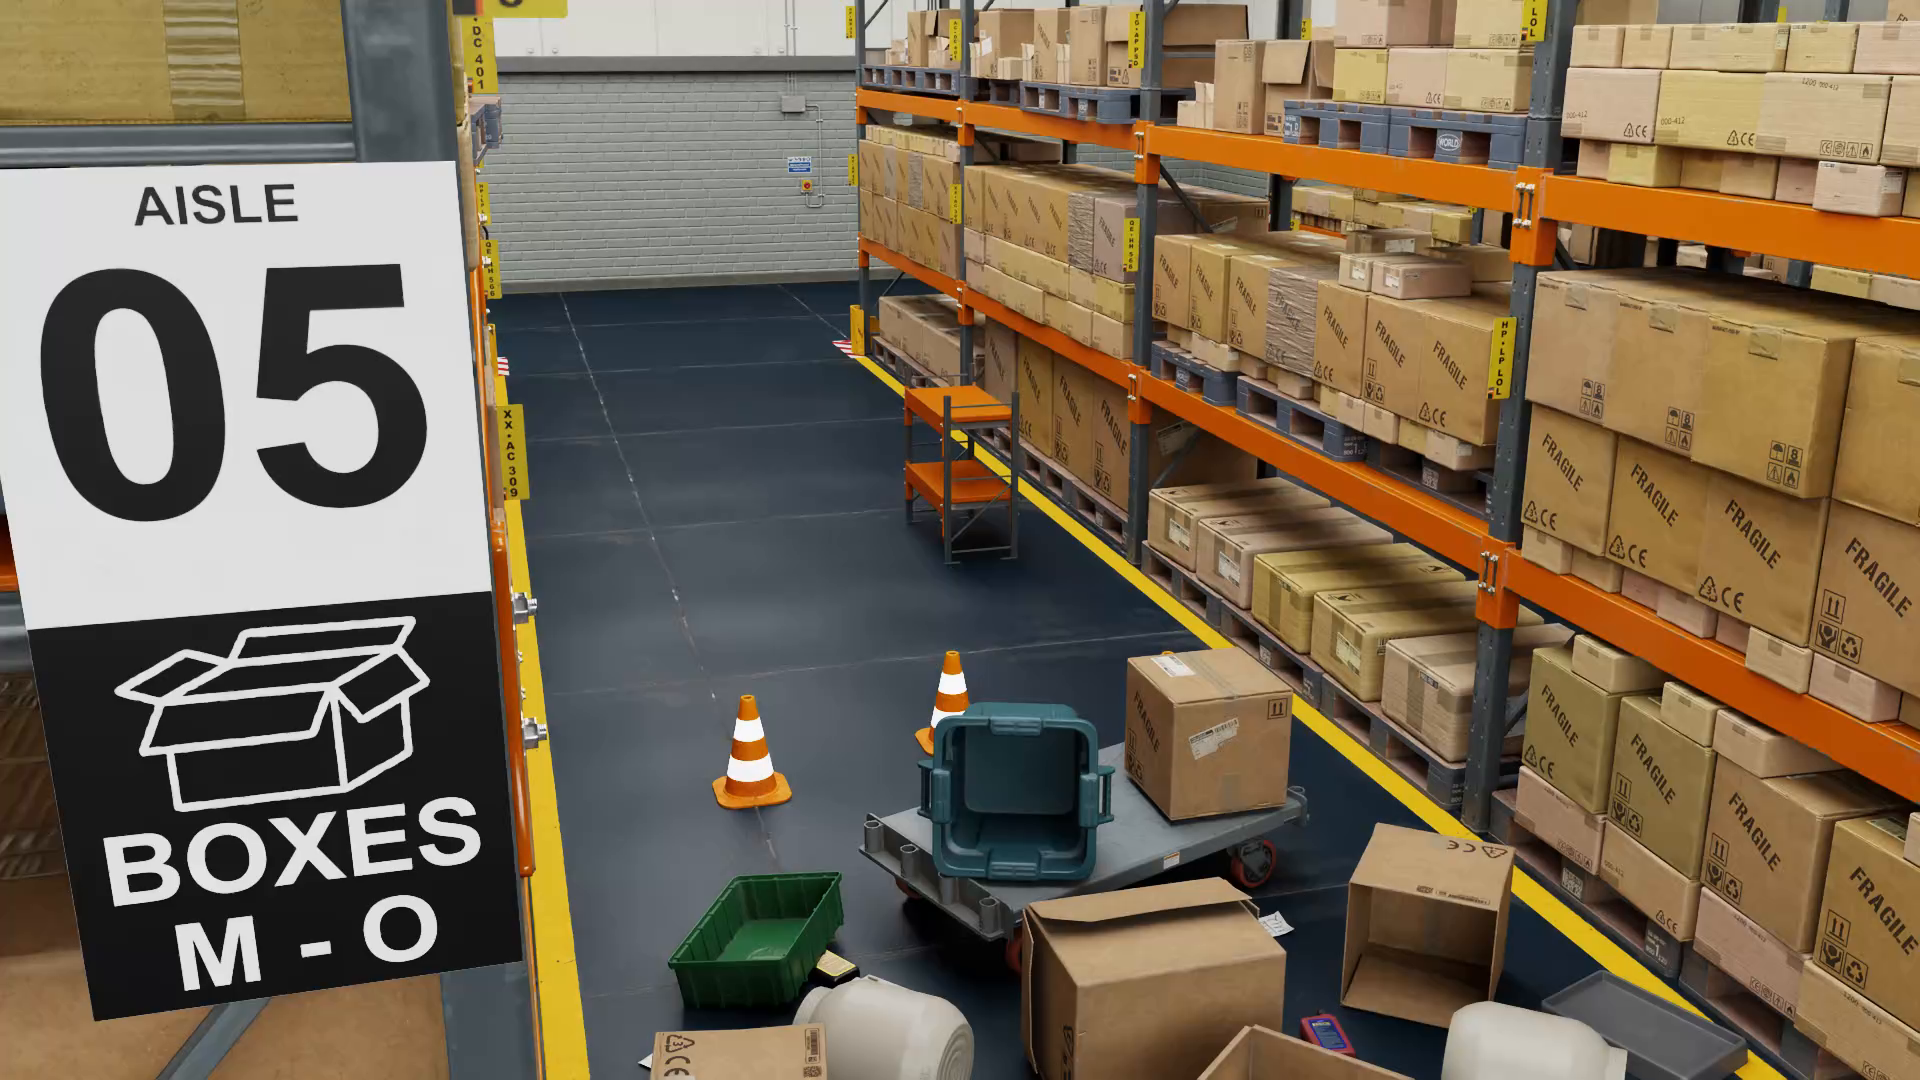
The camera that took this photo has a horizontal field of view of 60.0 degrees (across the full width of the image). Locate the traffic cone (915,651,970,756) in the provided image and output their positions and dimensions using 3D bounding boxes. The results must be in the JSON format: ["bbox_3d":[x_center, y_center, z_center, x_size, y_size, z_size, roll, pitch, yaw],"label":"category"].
[{"bbox_3d":[-0.033,0.767,8.093,0.336,0.463,0.334,-5,17,-15],"label":"traffic cone"}]

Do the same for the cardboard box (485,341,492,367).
[{"bbox_3d":[-2.619,-0.708,8.421,0.500,0.500,0.500,-5,17,-15],"label":"cardboard box"}]

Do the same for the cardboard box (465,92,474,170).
[{"bbox_3d":[-1.071,-0.723,2.964,0.380,0.149,0.250,-5,17,-16],"label":"cardboard box"}]

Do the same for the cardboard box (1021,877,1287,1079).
[{"bbox_3d":[0.612,1.479,5.418,0.797,0.637,0.503,-5,17,-15],"label":"cardboard box"}]

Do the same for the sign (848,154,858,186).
[{"bbox_3d":[-1.138,-3.944,17.725,0.100,0.325,0.005,-5,17,-15],"label":"sign"}]

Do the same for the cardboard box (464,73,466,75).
[{"bbox_3d":[-1.560,-1.215,4.602,0.380,0.149,0.250,-4,17,-14],"label":"cardboard box"}]

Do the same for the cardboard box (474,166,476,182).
[{"bbox_3d":[-4.531,-3.247,14.619,0.500,0.500,0.500,-5,18,-17],"label":"cardboard box"}]

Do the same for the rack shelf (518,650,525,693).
[{"bbox_3d":[-2.587,-0.004,7.501,1.077,0.370,4.000,-5,17,-15],"label":"rack shelf"}]

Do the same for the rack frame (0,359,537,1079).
[{"bbox_3d":[-0.938,1.311,1.872,1.000,3.000,0.127,-5,17,-15],"label":"rack frame"}]

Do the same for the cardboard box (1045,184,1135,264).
[{"bbox_3d":[0.923,-2.249,11.813,0.500,0.500,0.500,-5,17,-15],"label":"cardboard box"}]

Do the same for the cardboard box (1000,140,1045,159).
[{"bbox_3d":[0.573,-3.442,14.657,0.380,0.149,0.250,-4,17,-14],"label":"cardboard box"}]

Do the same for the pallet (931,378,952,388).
[{"bbox_3d":[0.362,-1.308,15.440,1.003,0.211,1.213,-5,17,-15],"label":"pallet"}]

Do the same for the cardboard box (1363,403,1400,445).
[{"bbox_3d":[2.127,-0.558,7.804,0.380,0.149,0.250,-5,17,-16],"label":"cardboard box"}]

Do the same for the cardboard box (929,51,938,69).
[{"bbox_3d":[-0.060,-4.217,14.595,0.380,0.149,0.250,-4,17,-14],"label":"cardboard box"}]

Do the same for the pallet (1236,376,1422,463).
[{"bbox_3d":[2.179,-0.684,8.850,1.003,0.211,1.213,-5,17,-15],"label":"pallet"}]

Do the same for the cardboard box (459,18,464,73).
[{"bbox_3d":[-1.516,-1.295,4.176,0.500,0.250,0.500,-5,17,-15],"label":"cardboard box"}]

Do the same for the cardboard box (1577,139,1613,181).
[{"bbox_3d":[2.543,-1.424,6.201,0.380,0.149,0.250,-5,17,-16],"label":"cardboard box"}]

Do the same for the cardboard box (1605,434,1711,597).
[{"bbox_3d":[2.708,-0.124,5.959,0.500,0.500,0.500,-5,17,-15],"label":"cardboard box"}]

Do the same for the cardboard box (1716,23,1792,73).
[{"bbox_3d":[2.677,-1.581,5.339,0.380,0.149,0.250,-5,17,-16],"label":"cardboard box"}]

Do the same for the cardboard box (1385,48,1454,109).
[{"bbox_3d":[2.261,-2.071,7.448,0.500,0.250,0.500,-4,17,-15],"label":"cardboard box"}]

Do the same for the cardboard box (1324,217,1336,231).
[{"bbox_3d":[4.225,-3.483,18.269,0.380,0.149,0.250,-4,17,-14],"label":"cardboard box"}]

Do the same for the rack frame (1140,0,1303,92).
[{"bbox_3d":[1.595,-4.194,9.772,1.000,3.000,0.127,-5,17,-15],"label":"rack frame"}]

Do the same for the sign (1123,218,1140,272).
[{"bbox_3d":[1.063,-1.830,10.319,0.100,0.325,0.005,-5,17,-15],"label":"sign"}]

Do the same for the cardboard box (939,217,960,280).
[{"bbox_3d":[0.123,-2.583,14.663,0.500,0.500,0.500,-5,17,-15],"label":"cardboard box"}]

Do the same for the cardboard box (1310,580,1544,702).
[{"bbox_3d":[2.347,0.500,8.412,0.950,0.372,0.625,-4,17,-12],"label":"cardboard box"}]

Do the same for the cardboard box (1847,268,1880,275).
[{"bbox_3d":[6.246,-1.888,11.220,0.380,0.149,0.250,-4,17,-14],"label":"cardboard box"}]

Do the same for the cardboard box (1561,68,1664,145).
[{"bbox_3d":[2.552,-1.578,6.021,0.500,0.250,0.500,-5,17,-16],"label":"cardboard box"}]

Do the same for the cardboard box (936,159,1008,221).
[{"bbox_3d":[0.101,-3.063,14.522,0.500,0.500,0.500,-5,17,-16],"label":"cardboard box"}]

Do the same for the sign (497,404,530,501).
[{"bbox_3d":[-1.504,-0.292,5.567,0.100,0.325,0.005,-5,17,-15],"label":"sign"}]

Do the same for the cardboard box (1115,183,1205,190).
[{"bbox_3d":[1.422,-2.284,11.930,0.500,0.500,0.500,-4,17,-14],"label":"cardboard box"}]

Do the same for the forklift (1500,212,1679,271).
[{"bbox_3d":[4.055,-1.162,10.226,1.130,2.935,3.031,-6,18,-19],"label":"forklift"}]

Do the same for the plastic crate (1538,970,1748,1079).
[{"bbox_3d":[2.338,1.683,5.710,0.402,0.080,0.583,-12,20,-34],"label":"plastic crate"}]

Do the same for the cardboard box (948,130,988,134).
[{"bbox_3d":[0.091,-3.939,16.312,0.380,0.149,0.250,-4,17,-14],"label":"cardboard box"}]

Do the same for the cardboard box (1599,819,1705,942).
[{"bbox_3d":[2.755,1.233,6.183,0.500,0.250,0.500,-4,17,-12],"label":"cardboard box"}]

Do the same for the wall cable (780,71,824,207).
[{"bbox_3d":[-2.175,-5.593,23.037,0.585,1.953,0.123,-5,17,-15],"label":"wall cable"}]

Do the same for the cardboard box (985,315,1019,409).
[{"bbox_3d":[0.743,-1.445,14.013,0.875,0.875,0.875,-4,17,-14],"label":"cardboard box"}]

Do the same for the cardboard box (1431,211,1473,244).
[{"bbox_3d":[4.893,-3.013,16.011,0.500,0.250,0.500,-4,17,-14],"label":"cardboard box"}]

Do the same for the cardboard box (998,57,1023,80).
[{"bbox_3d":[0.507,-3.575,12.602,0.380,0.166,0.250,-6,18,-19],"label":"cardboard box"}]

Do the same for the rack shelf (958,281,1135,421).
[{"bbox_3d":[1.046,-1.529,12.580,1.077,0.370,4.000,-5,17,-15],"label":"rack shelf"}]

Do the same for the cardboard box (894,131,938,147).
[{"bbox_3d":[-0.429,-3.891,16.152,0.380,0.149,0.250,-5,17,-15],"label":"cardboard box"}]

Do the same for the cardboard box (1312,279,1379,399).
[{"bbox_3d":[2.074,-0.996,8.132,0.500,0.500,0.500,-4,17,-13],"label":"cardboard box"}]

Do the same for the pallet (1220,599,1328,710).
[{"bbox_3d":[2.140,0.568,9.194,1.003,0.211,1.213,-5,17,-15],"label":"pallet"}]

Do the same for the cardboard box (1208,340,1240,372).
[{"bbox_3d":[1.638,-1.059,9.470,0.380,0.149,0.250,-5,17,-15],"label":"cardboard box"}]

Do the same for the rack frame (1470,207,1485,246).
[{"bbox_3d":[5.268,-2.821,15.628,1.000,3.000,0.127,-5,17,-15],"label":"rack frame"}]

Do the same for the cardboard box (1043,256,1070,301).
[{"bbox_3d":[0.913,-1.884,11.901,0.500,0.250,0.500,-5,17,-17],"label":"cardboard box"}]

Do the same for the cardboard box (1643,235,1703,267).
[{"bbox_3d":[5.740,-2.402,13.324,0.797,0.503,0.637,-5,17,-17],"label":"cardboard box"}]

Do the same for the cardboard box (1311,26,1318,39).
[{"bbox_3d":[4.049,-5.531,18.312,0.500,0.250,0.500,-5,17,-16],"label":"cardboard box"}]

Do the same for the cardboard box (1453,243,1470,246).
[{"bbox_3d":[4.937,-2.768,15.891,0.380,0.149,0.250,-4,17,-14],"label":"cardboard box"}]

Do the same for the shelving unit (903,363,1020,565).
[{"bbox_3d":[-0.002,-0.541,11.296,0.538,1.125,1.048,-5,17,-15],"label":"shelving unit"}]

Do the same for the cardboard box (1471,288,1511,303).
[{"bbox_3d":[2.703,-0.897,7.802,0.500,0.500,0.500,-5,17,-15],"label":"cardboard box"}]

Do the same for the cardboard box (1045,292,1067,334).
[{"bbox_3d":[0.928,-1.649,11.988,0.500,0.250,0.500,-5,17,-16],"label":"cardboard box"}]

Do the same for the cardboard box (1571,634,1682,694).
[{"bbox_3d":[2.574,0.456,6.340,0.380,0.149,0.250,-4,17,-14],"label":"cardboard box"}]

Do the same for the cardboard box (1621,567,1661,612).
[{"bbox_3d":[2.694,0.155,6.157,0.380,0.149,0.250,-5,17,-16],"label":"cardboard box"}]

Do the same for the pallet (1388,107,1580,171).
[{"bbox_3d":[2.627,-1.740,7.143,1.213,0.211,1.003,-5,17,-15],"label":"pallet"}]

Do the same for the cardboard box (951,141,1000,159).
[{"bbox_3d":[0.137,-3.406,14.538,0.380,0.149,0.250,-4,17,-14],"label":"cardboard box"}]
